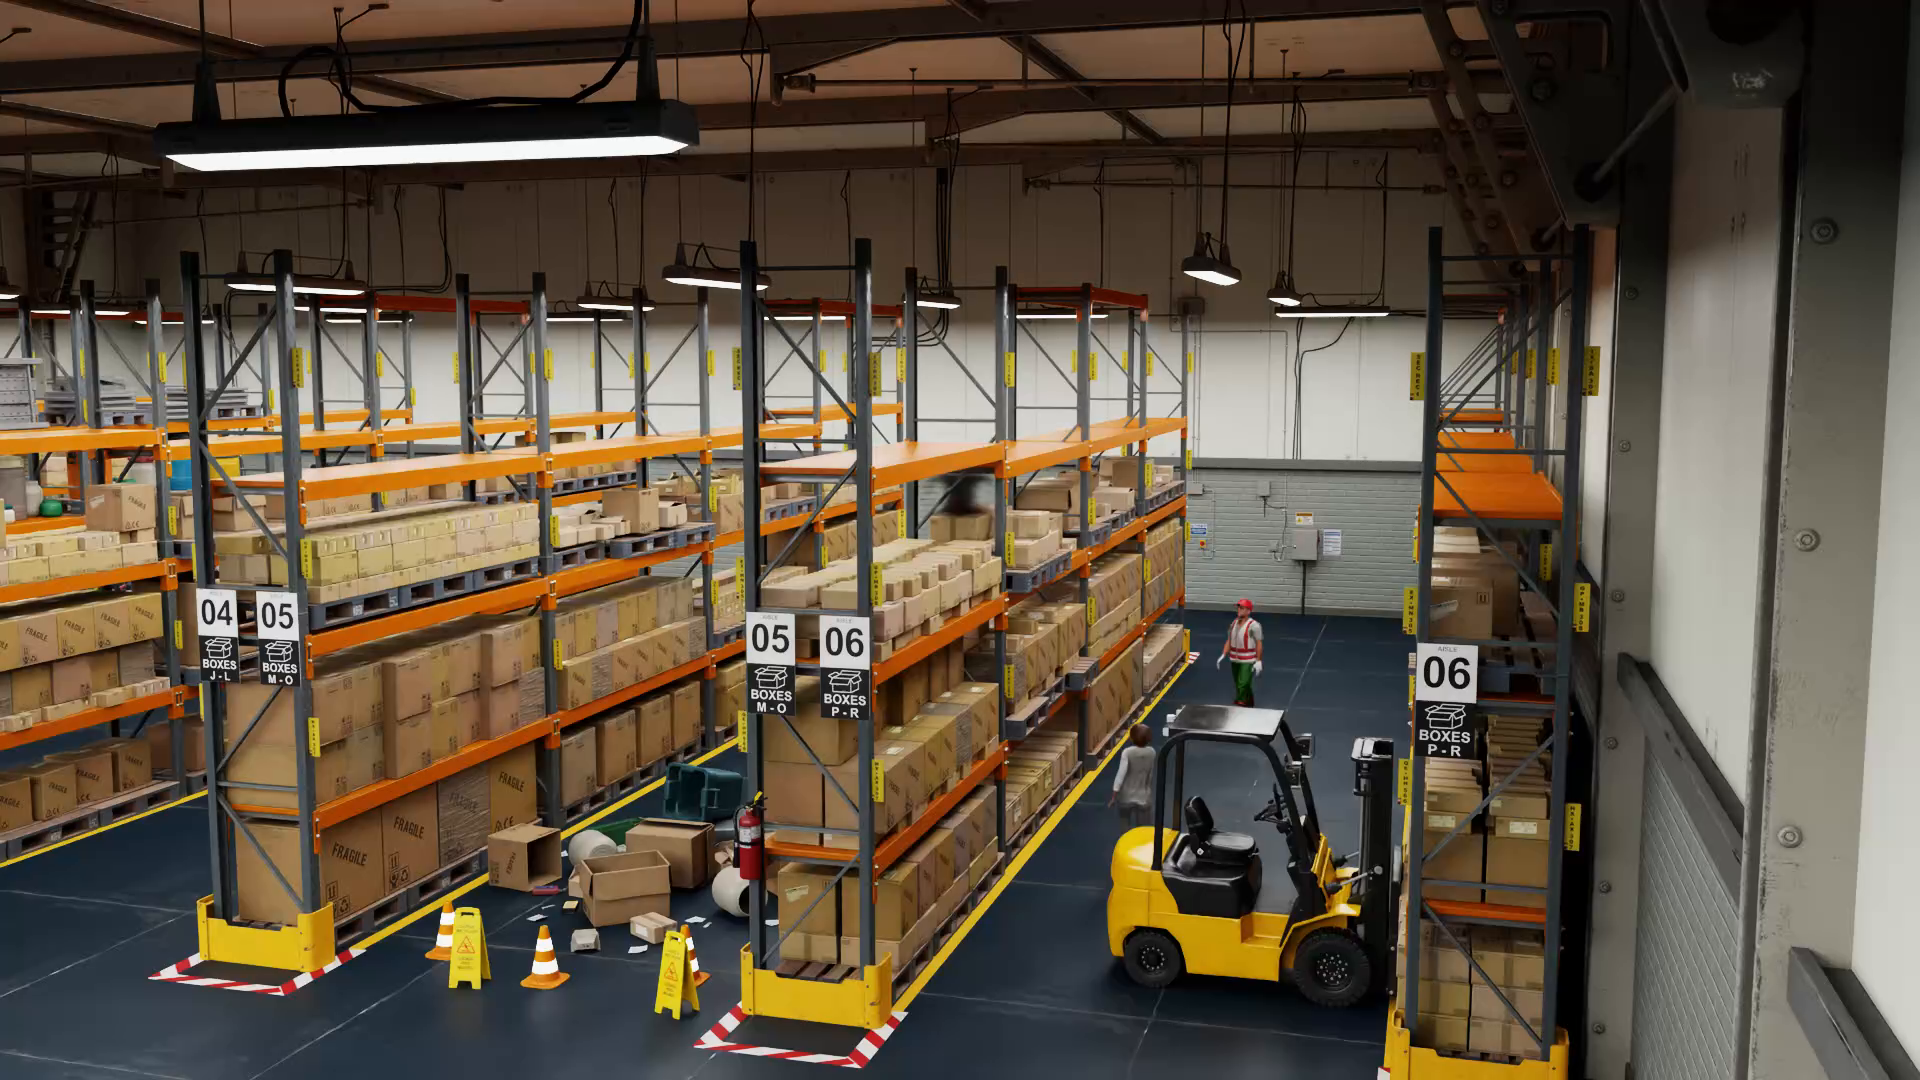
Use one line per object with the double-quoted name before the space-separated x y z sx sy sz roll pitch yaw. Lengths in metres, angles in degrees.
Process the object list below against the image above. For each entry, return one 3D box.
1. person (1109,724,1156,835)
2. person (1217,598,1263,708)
"person" 1.716 2.564 16.752 0.473 1.490 0.690 -1 6 -6
"person" 3.886 1.702 23.116 0.867 1.777 0.599 -6 9 -42
